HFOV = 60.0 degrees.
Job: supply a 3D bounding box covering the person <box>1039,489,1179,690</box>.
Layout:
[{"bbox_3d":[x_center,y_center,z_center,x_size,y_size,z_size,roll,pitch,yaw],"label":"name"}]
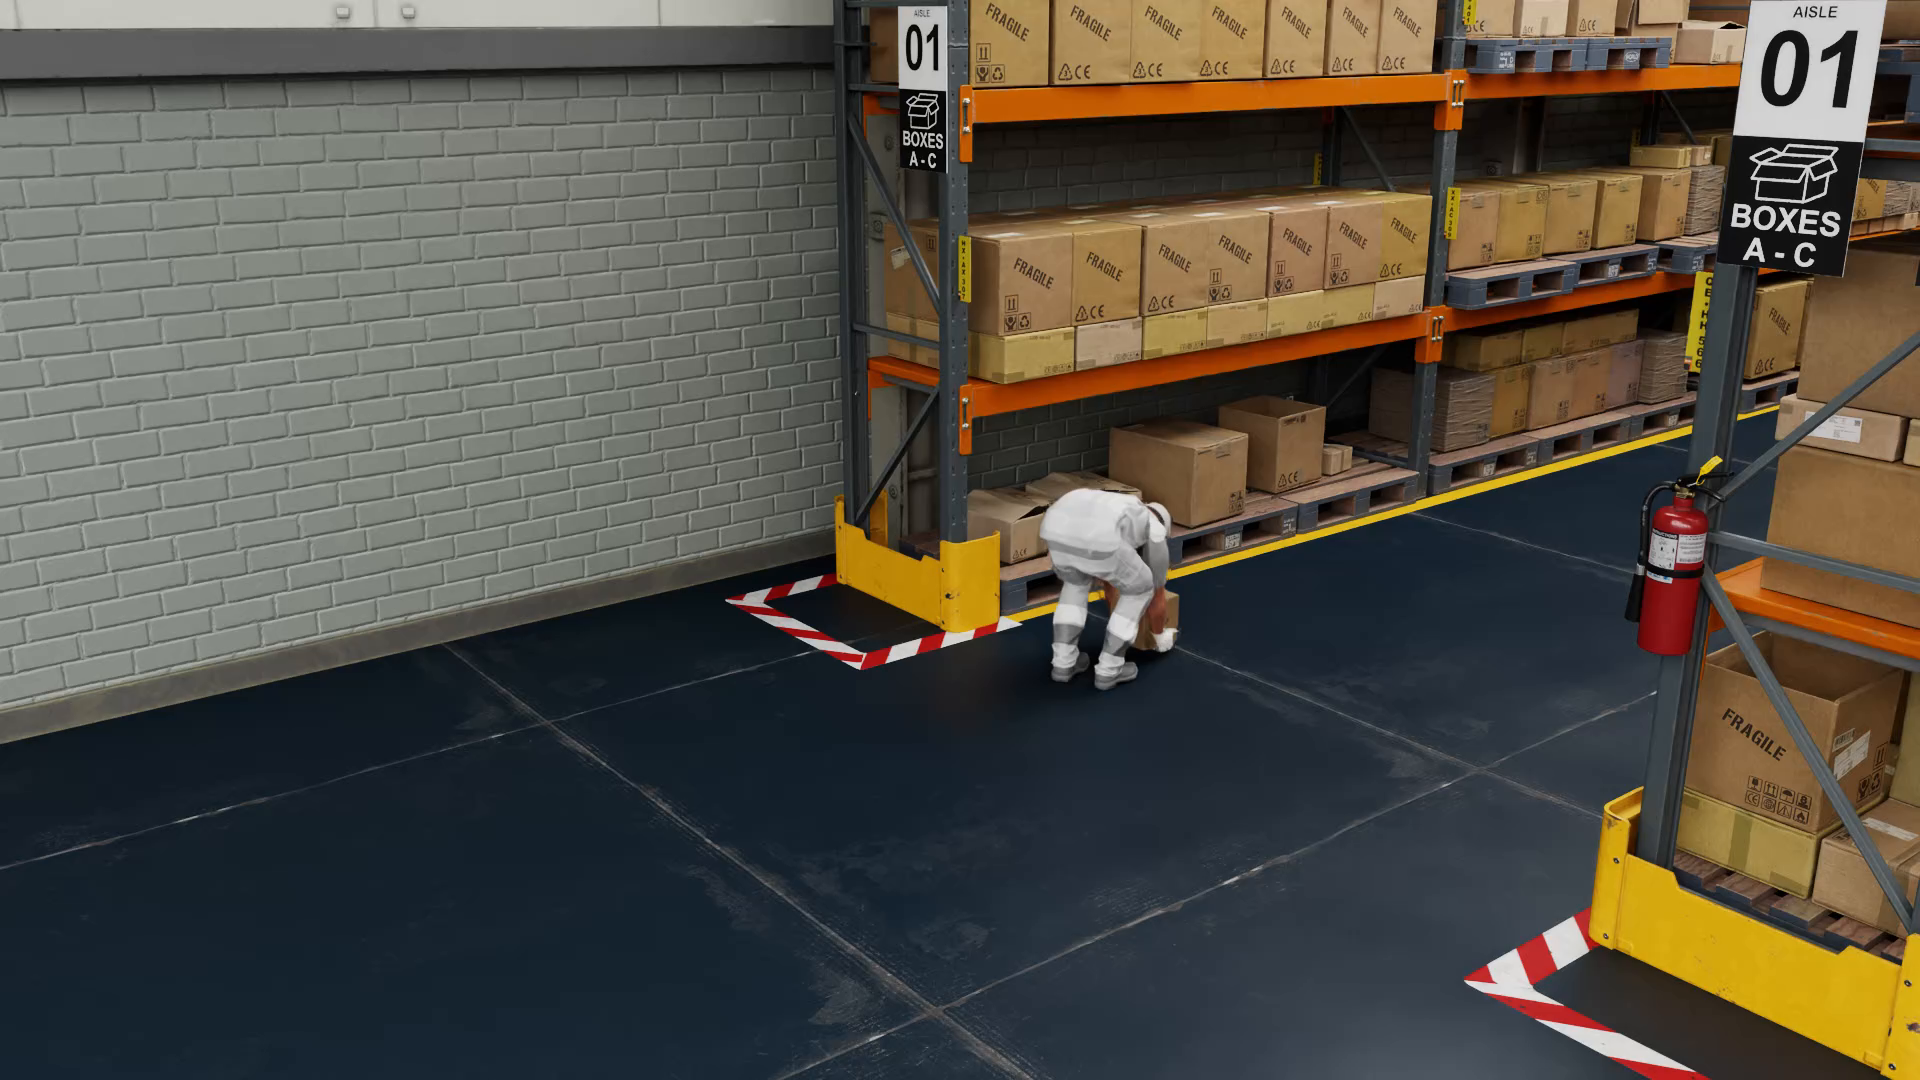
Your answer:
[{"bbox_3d":[0.753,0.181,8.266,0.526,0.984,0.948,12,21,34],"label":"person"}]
